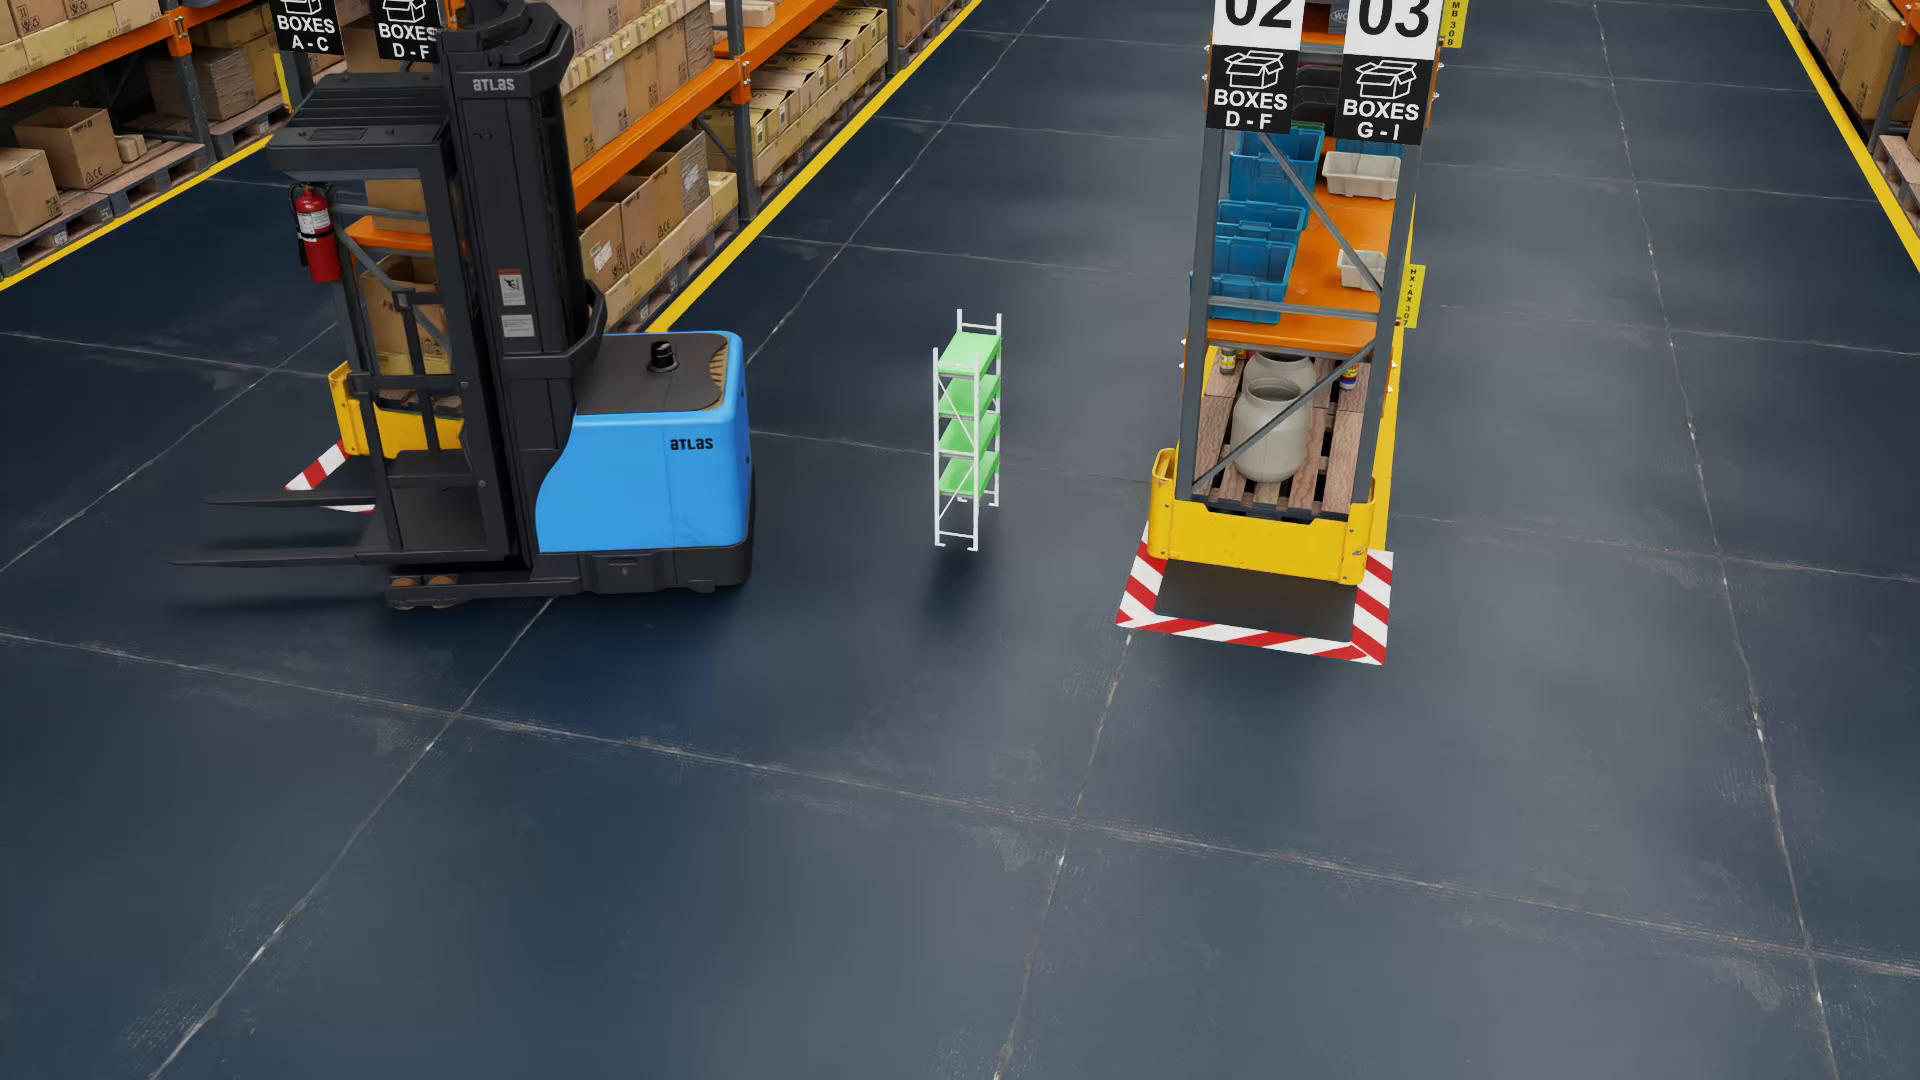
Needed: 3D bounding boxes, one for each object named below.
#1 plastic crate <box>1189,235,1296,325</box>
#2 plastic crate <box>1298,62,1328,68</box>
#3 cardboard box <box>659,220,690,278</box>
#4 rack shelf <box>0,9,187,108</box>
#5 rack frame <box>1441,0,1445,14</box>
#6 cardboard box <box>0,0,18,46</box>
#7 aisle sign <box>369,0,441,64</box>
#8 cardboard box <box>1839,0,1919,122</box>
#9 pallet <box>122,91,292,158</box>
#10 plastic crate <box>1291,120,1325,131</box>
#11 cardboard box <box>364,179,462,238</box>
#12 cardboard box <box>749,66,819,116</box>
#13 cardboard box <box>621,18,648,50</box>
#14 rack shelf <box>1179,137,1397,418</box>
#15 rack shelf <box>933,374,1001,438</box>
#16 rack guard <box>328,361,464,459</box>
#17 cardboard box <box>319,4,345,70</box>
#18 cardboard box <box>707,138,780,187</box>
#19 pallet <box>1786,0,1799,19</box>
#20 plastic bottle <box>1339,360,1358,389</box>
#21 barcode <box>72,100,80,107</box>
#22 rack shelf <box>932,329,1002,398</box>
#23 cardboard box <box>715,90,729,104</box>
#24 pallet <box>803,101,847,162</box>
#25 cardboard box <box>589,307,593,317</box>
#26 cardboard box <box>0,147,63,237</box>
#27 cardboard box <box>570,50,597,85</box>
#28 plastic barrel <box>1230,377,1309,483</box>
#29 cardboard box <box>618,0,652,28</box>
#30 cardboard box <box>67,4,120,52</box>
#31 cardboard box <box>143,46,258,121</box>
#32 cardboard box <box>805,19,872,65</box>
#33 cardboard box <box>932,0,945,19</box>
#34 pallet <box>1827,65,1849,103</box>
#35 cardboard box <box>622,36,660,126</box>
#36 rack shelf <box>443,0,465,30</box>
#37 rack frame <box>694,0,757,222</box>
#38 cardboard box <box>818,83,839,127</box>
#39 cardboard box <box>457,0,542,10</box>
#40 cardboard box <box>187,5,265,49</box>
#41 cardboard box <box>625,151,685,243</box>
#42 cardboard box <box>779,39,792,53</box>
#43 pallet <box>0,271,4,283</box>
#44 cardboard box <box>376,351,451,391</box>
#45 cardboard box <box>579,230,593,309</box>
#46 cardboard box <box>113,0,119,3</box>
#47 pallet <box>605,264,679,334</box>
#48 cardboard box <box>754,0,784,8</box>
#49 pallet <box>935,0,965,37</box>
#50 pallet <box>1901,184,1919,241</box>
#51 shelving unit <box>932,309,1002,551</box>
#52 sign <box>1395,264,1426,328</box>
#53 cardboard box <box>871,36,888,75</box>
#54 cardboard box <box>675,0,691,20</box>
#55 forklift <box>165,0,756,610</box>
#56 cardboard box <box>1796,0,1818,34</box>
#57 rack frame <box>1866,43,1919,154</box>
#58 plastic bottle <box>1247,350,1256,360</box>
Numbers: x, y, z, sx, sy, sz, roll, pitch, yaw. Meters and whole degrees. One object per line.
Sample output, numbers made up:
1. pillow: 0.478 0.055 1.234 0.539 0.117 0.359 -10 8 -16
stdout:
1. plastic crate: 1.486 -1.378 8.761 0.499 0.251 0.616 8 33 12
2. plastic crate: 2.490 -3.536 11.957 0.402 0.464 0.583 8 33 12
3. cardboard box: -2.282 -2.119 11.959 0.500 0.250 0.500 8 33 12
4. rack shelf: -7.427 -3.224 12.195 1.077 0.370 4.000 8 33 12
5. rack frame: 1.648 -3.672 6.639 1.000 3.000 0.127 8 33 12
6. cardboard box: -7.131 -3.750 11.775 0.500 0.500 0.500 9 34 14
7. aisle sign: -2.862 -2.838 8.495 0.394 0.787 0.004 8 33 12
8. cardboard box: 8.665 -4.253 14.734 1.225 0.875 0.875 7 33 10
9. pallet: -6.723 -3.793 15.019 1.003 0.211 1.213 8 33 12
10. plastic crate: 2.046 -2.461 10.522 0.450 0.188 0.662 8 33 12
11. cardboard box: -3.011 -2.100 9.664 0.700 0.500 0.500 8 33 12
12. cardboard box: -1.519 -3.854 14.166 0.500 0.311 0.500 7 33 11
13. cardboard box: -2.312 -3.380 11.072 0.380 0.149 0.250 9 34 14
14. rack shelf: 2.156 -1.875 10.074 1.077 0.370 4.000 8 33 12
15. rack shelf: 0.042 -0.741 8.969 0.258 0.148 0.480 8 33 12
16. rack guard: -3.148 -0.750 9.963 1.175 0.500 0.348 8 33 12
17. cardboard box: -6.378 -4.878 16.047 0.700 0.500 0.500 8 33 12
18. cardboard box: -1.785 -3.085 13.478 0.500 0.250 0.500 7 33 11
19. pallet: 9.753 -5.901 18.335 1.003 0.211 1.213 8 33 12
20. plastic bottle: 2.410 -1.073 10.275 0.097 0.271 0.097 0 32 0
21. barcode: -7.288 -3.583 13.712 0.001 0.075 0.075 8 33 12
22. rack shelf: 0.042 -0.943 8.840 0.258 0.148 0.480 8 33 12
23. cardboard box: -2.175 -3.666 13.870 0.500 0.311 0.500 9 34 14
24. pallet: -1.670 -3.739 14.934 1.003 0.211 1.213 8 33 12
25. cardboard box: -2.667 -1.342 10.736 0.500 0.250 0.500 8 33 12
26. cardboard box: -7.292 -2.637 12.521 0.700 0.500 0.500 6 33 9
27. cardboard box: -2.509 -2.976 10.437 0.380 0.149 0.250 8 33 12
28. plastic barrel: 1.742 -0.620 9.357 0.421 0.512 0.421 0 32 0
29. cardboard box: -2.488 -3.729 11.017 0.700 0.500 0.500 8 33 12
30. cardboard box: -6.881 -3.966 12.813 0.500 0.250 0.500 8 33 13
31. cardboard box: -6.748 -4.080 14.792 0.700 0.500 0.500 9 34 14
32. cardboard box: -1.132 -4.646 15.411 0.500 0.311 0.500 8 33 12
33. cardboard box: -0.460 -5.828 17.542 0.500 0.500 0.500 8 33 12
34. pallet: 9.054 -4.471 16.086 1.003 0.211 1.213 8 33 12
35. cardboard box: -2.492 -3.169 11.346 0.700 0.500 0.500 9 33 13
36. rack shelf: -2.634 -3.817 10.333 1.077 0.370 4.000 8 33 12
37. rack frame: -2.127 -3.893 12.577 1.000 3.000 0.127 8 33 12
38. cardboard box: -1.395 -3.883 14.734 0.500 0.250 0.500 9 33 13
39. cardboard box: -2.869 -2.948 9.789 0.700 0.500 0.500 7 33 11
40. cardboard box: -6.640 -4.626 14.951 0.500 0.250 0.500 7 33 11
41. cardboard box: -2.294 -2.438 11.761 0.500 0.500 0.500 8 33 12
42. cardboard box: -1.785 -4.452 15.106 0.500 0.311 0.500 7 33 11
43. pallet: -7.675 -1.769 11.836 1.003 0.211 1.213 8 33 12
44. cardboard box: -3.292 -1.152 10.438 0.500 0.250 0.500 8 33 12
45. cardboard box: -2.666 -1.658 10.534 0.500 0.500 0.500 8 33 12
46. cardboard box: -6.740 -4.539 13.017 0.500 0.500 0.500 8 33 12
47. pallet: -2.677 -1.674 11.686 1.003 0.211 1.213 8 33 12
48. cardboard box: -1.782 -4.604 13.604 0.500 0.500 0.500 10 34 16
49. pallet: -0.574 -5.805 18.184 1.003 0.211 1.213 8 33 12
50. pallet: 7.958 -2.404 12.835 1.003 0.211 1.213 8 33 12
51. shelving unit: 0.042 -0.592 9.063 0.258 1.200 0.503 8 33 12
52. sign: 2.179 -1.180 8.053 0.100 0.325 0.005 8 33 12
53. cardboard box: -1.009 -4.679 15.986 0.500 0.250 0.500 9 33 14
54. cardboard box: -2.117 -3.774 11.693 0.380 0.149 0.250 7 33 11
55. forklift: -2.652 -1.167 8.354 3.031 2.935 1.130 -2 33 -3
56. cardboard box: 9.341 -5.639 16.913 1.225 0.875 0.875 8 33 13
57. rack frame: 8.469 -4.618 13.718 1.000 3.000 0.127 8 33 12
58. plastic bottle: 1.884 -1.305 10.629 0.061 0.283 0.133 8 33 12
